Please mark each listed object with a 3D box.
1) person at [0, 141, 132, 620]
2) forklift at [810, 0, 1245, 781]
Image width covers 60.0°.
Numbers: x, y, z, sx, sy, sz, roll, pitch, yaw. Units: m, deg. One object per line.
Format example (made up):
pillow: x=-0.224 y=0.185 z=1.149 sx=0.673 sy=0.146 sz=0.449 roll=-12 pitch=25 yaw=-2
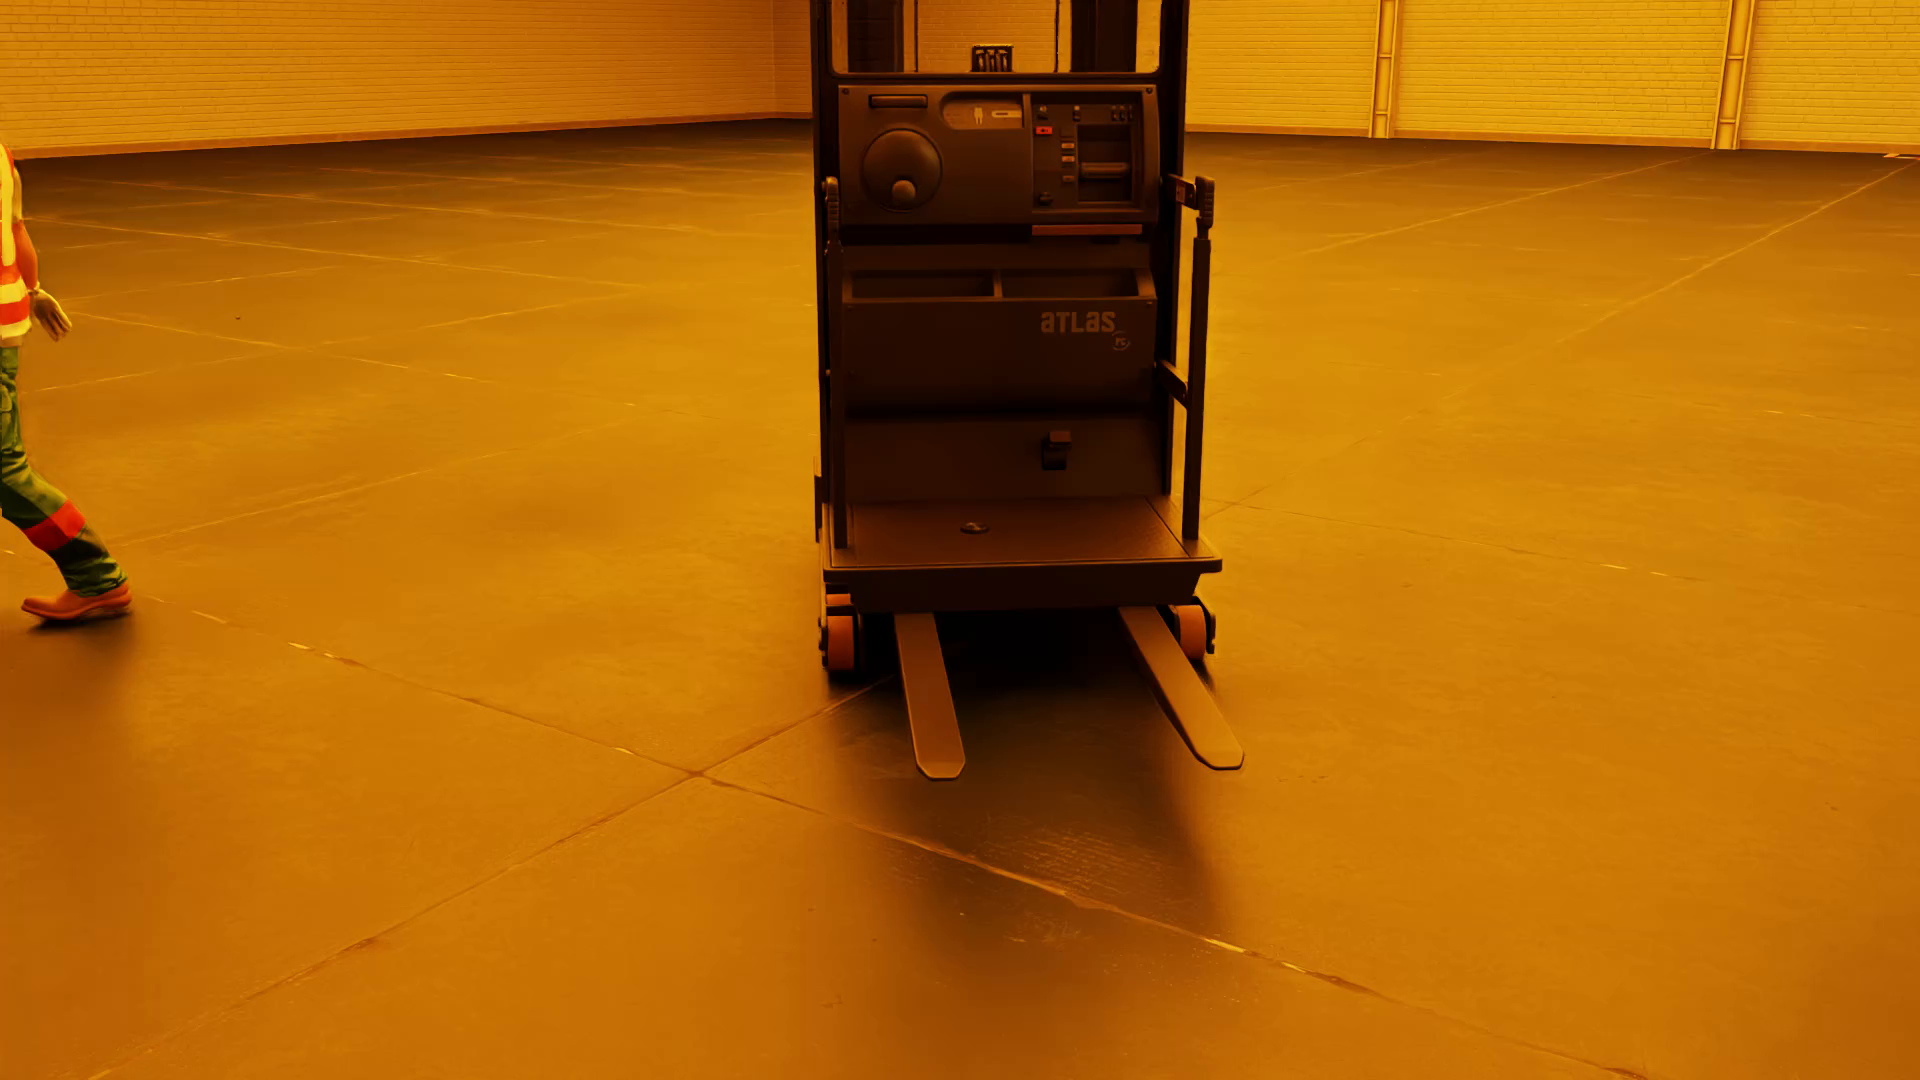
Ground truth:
person: x=-2.974 y=-0.597 z=4.899 sx=0.762 sy=1.762 sz=0.996 roll=-7 pitch=18 yaw=-22
forklift: x=0.135 y=-1.129 z=4.609 sx=1.130 sy=2.935 sz=3.031 roll=-1 pitch=17 yaw=-5
